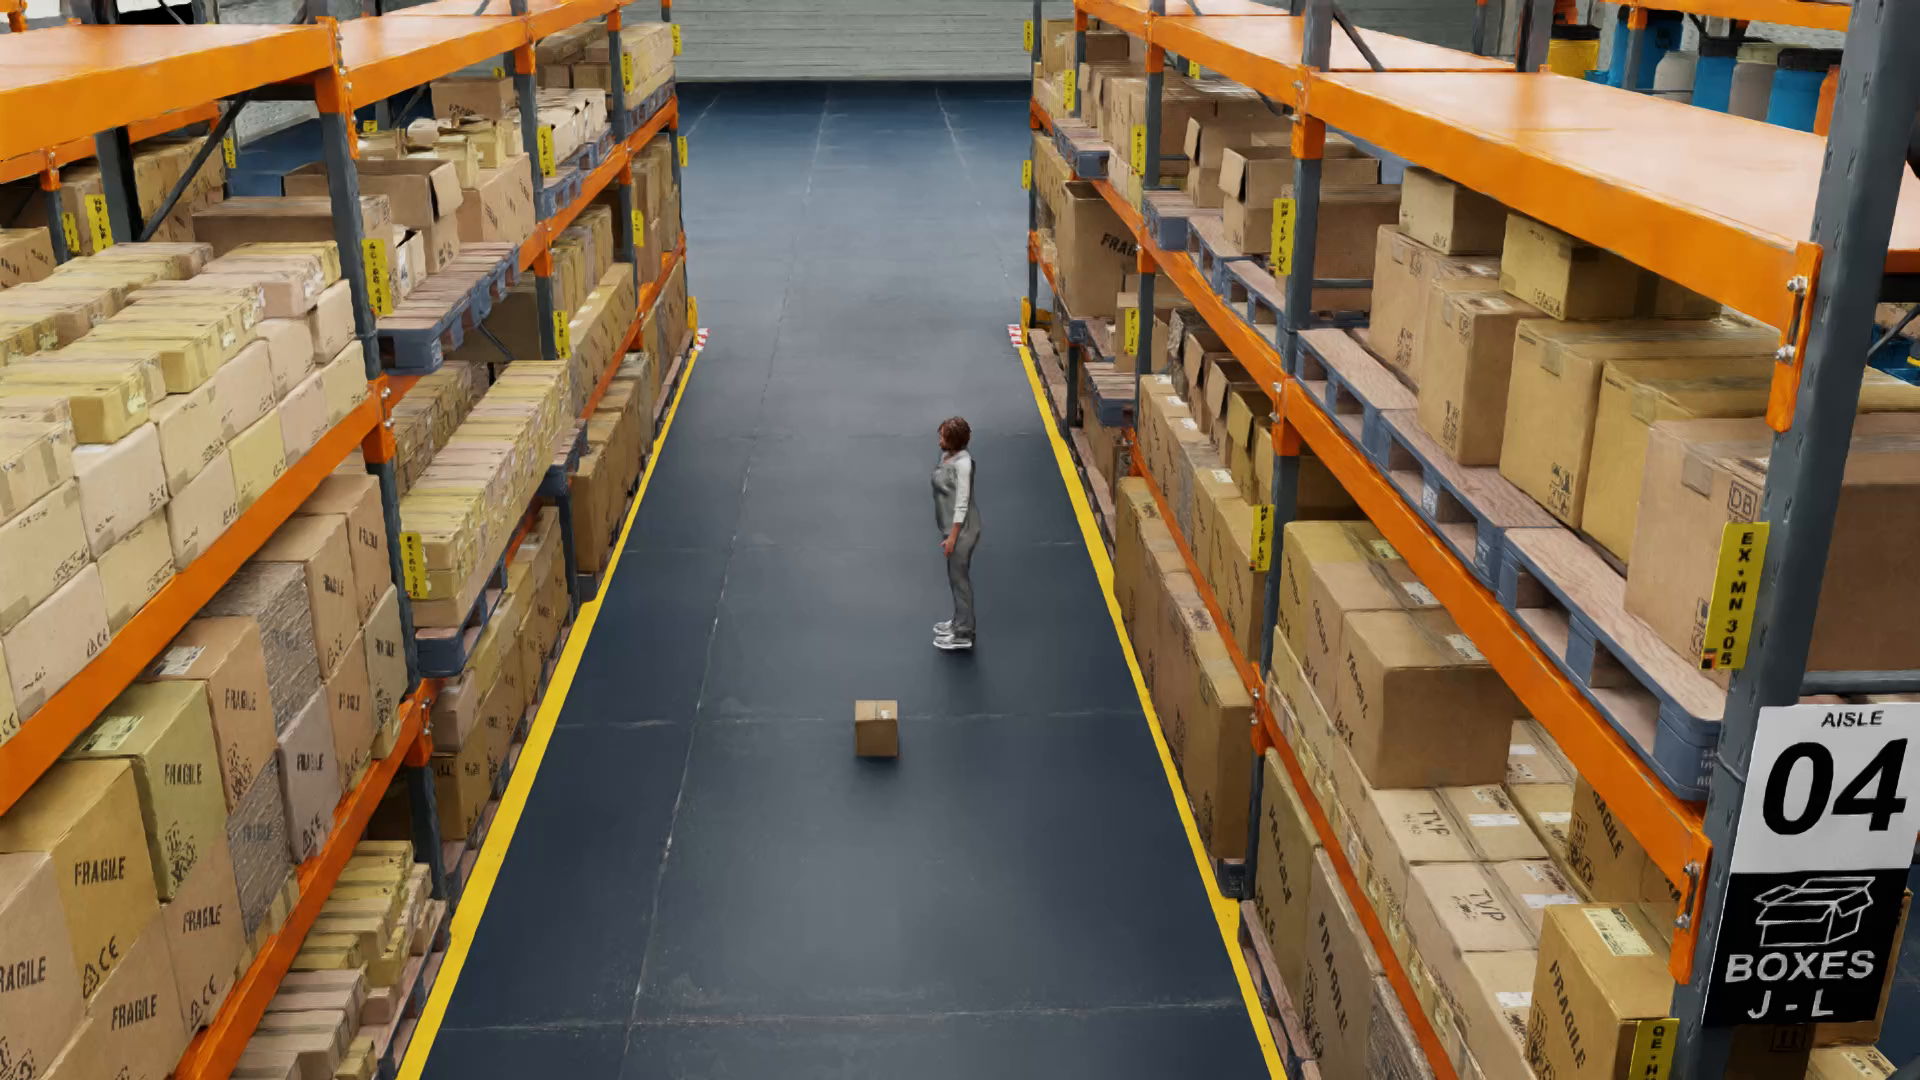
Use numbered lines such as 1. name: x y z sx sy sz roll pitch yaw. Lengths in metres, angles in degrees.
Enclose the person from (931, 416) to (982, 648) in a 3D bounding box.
1. person: -0.031 -0.053 11.164 0.339 1.605 0.467 -4 21 -11
